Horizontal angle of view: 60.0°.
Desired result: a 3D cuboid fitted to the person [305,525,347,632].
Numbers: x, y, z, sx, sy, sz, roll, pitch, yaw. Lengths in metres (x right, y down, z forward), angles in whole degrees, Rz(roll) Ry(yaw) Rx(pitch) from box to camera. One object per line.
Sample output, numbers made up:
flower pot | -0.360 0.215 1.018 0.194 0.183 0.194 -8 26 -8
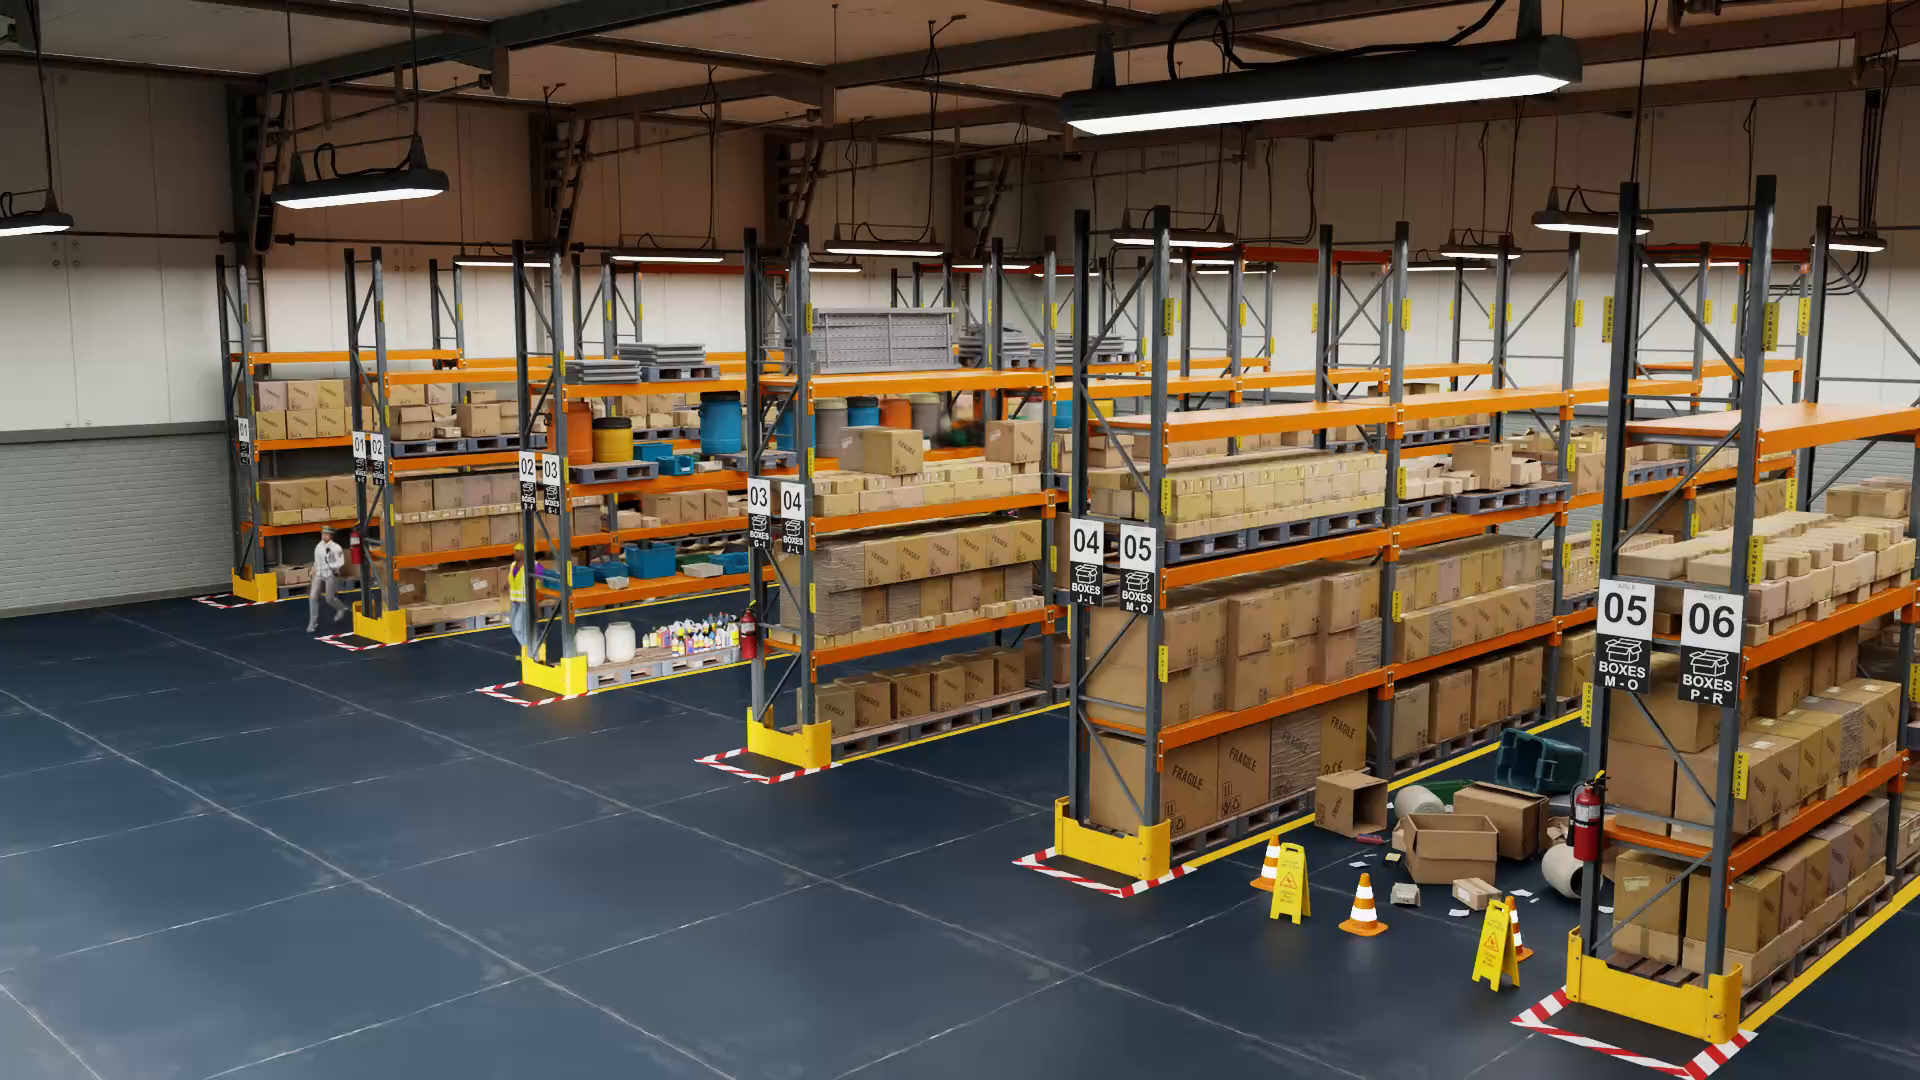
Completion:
person | -10.088 0.595 26.585 0.644 1.705 0.839 3 9 19

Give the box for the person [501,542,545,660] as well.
person | -6.350 0.891 24.110 0.745 1.730 0.527 5 10 32

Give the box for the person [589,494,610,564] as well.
person | -6.673 -0.053 31.155 0.556 1.708 0.787 7 11 42

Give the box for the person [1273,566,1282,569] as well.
person | 4.380 1.064 22.865 0.661 1.759 0.677 7 11 40
